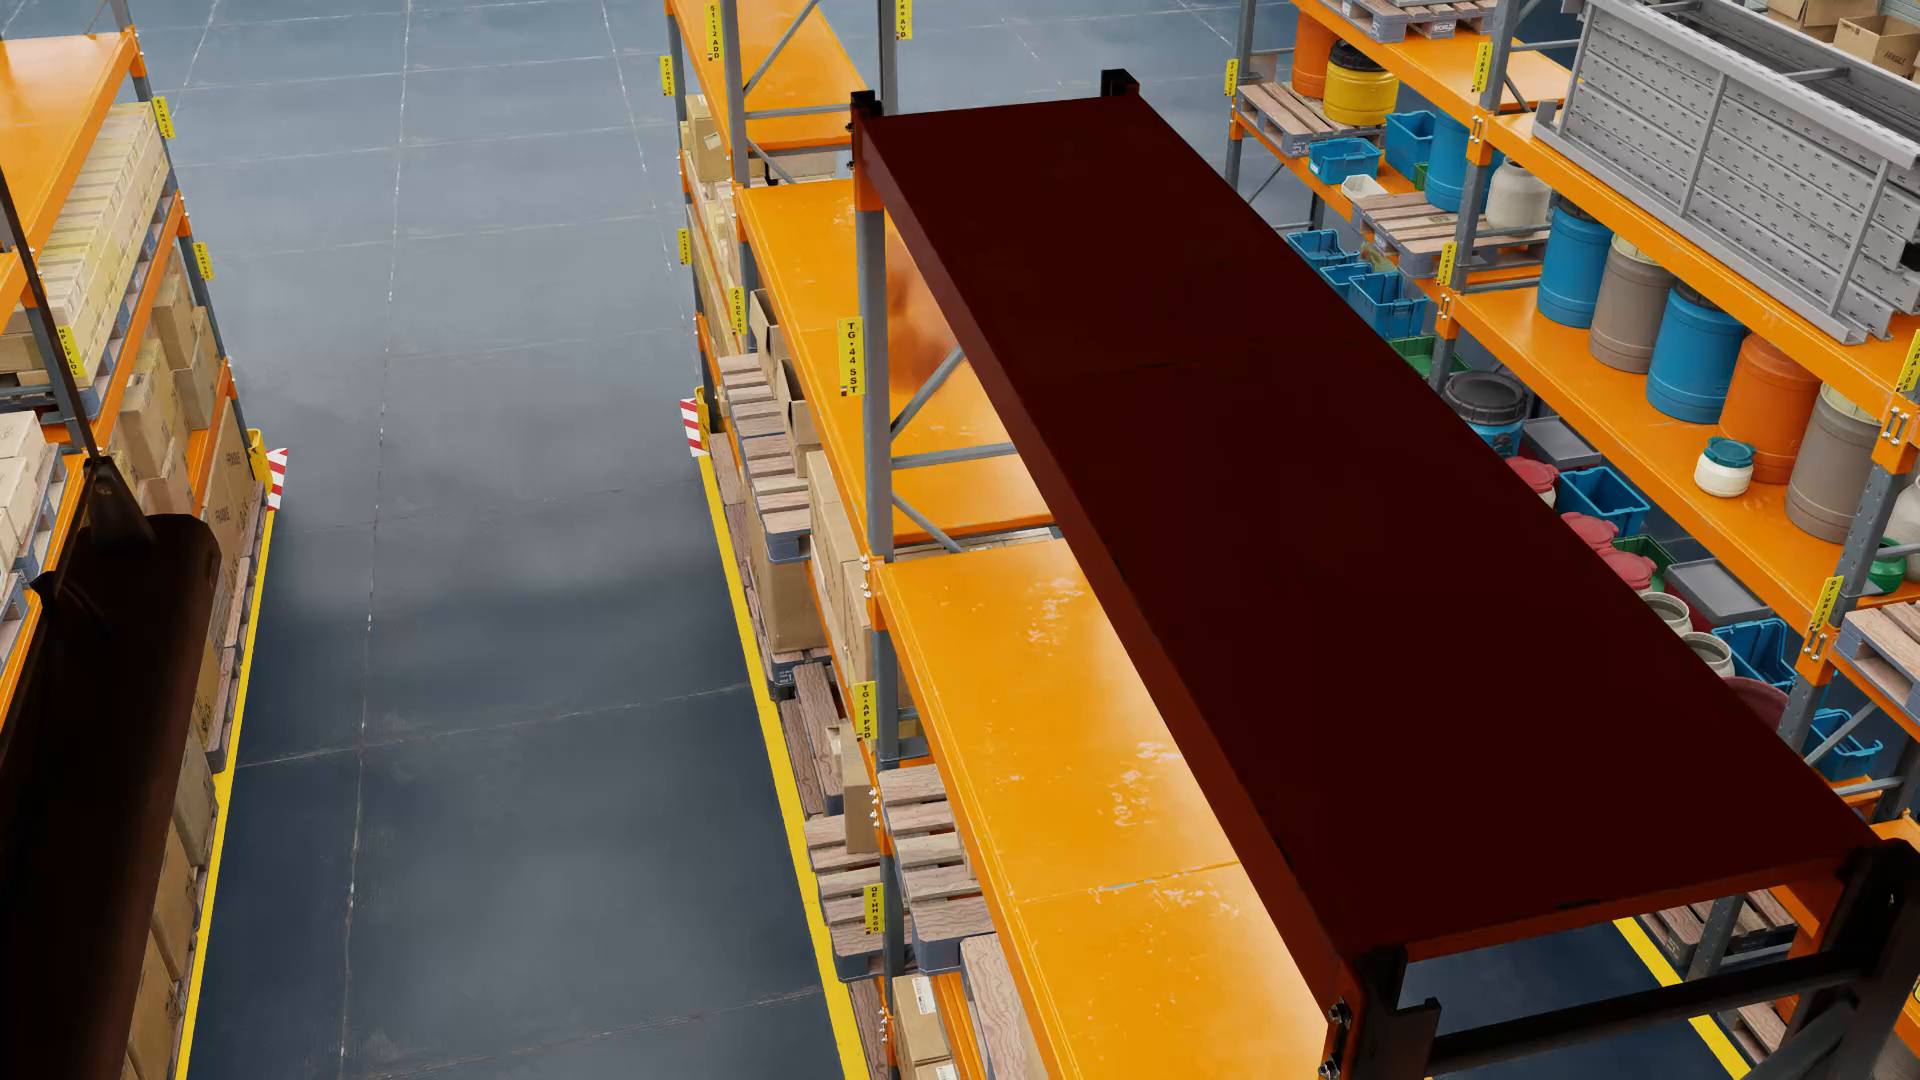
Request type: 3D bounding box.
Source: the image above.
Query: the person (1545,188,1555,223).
[{"bbox_3d":[6.454,-4.030,18.528,0.825,1.654,0.705,10,36,14],"label":"person"}]

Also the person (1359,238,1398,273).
[{"bbox_3d":[4.174,-2.574,16.428,0.562,1.672,0.754,-24,41,-31],"label":"person"}]

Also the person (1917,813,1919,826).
[{"bbox_3d":[6.351,1.432,10.591,0.528,1.632,0.717,-7,35,-10],"label":"person"}]
